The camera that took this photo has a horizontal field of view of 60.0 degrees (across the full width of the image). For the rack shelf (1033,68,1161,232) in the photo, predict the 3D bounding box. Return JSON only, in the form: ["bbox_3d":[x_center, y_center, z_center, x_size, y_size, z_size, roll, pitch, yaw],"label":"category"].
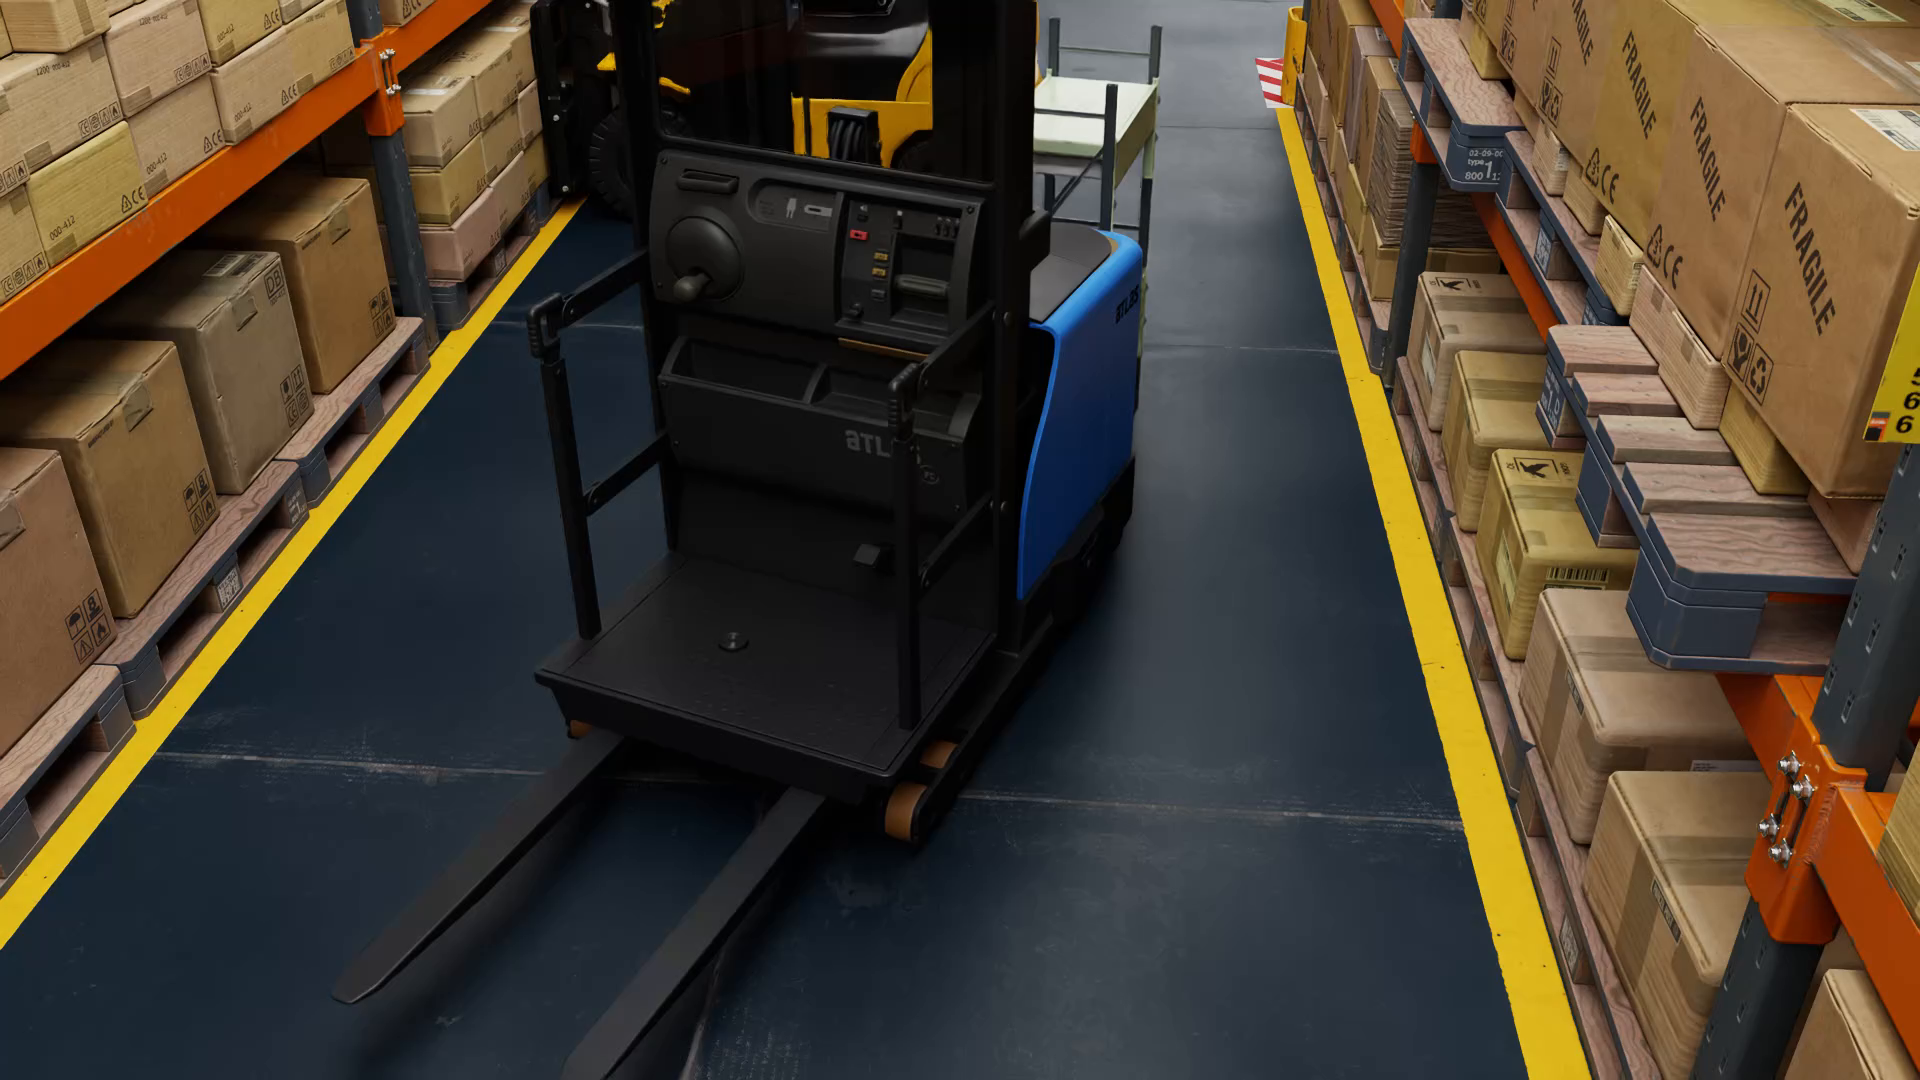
[{"bbox_3d":[0.406,-1.330,5.735,0.431,0.370,0.720,9,33,14],"label":"rack shelf"}]

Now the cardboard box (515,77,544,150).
[{"bbox_3d":[-2.286,-2.091,8.028,0.500,0.250,0.500,2,32,4],"label":"cardboard box"}]

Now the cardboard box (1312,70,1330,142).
[{"bbox_3d":[2.158,-2.317,8.872,0.500,0.250,0.500,4,32,6],"label":"cardboard box"}]

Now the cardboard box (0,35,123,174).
[{"bbox_3d":[-2.652,-1.186,4.482,0.500,0.250,0.500,3,32,5],"label":"cardboard box"}]

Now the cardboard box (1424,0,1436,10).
[{"bbox_3d":[2.011,-2.306,6.255,0.500,0.500,0.500,2,32,3],"label":"cardboard box"}]

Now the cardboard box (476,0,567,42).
[{"bbox_3d":[-2.241,-2.579,8.344,0.500,0.250,0.500,2,32,3],"label":"cardboard box"}]

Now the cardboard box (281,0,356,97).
[{"bbox_3d":[-2.505,-1.766,5.899,0.500,0.250,0.500,3,32,5],"label":"cardboard box"}]

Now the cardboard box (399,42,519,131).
[{"bbox_3d":[-2.321,-2.045,7.476,0.500,0.250,0.500,3,32,4],"label":"cardboard box"}]

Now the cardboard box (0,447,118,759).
[{"bbox_3d":[-2.940,0.152,4.508,0.875,0.625,0.625,3,32,6],"label":"cardboard box"}]

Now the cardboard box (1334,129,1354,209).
[{"bbox_3d":[2.083,-1.768,7.980,0.500,0.250,0.500,3,32,5],"label":"cardboard box"}]

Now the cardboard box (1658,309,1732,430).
[{"bbox_3d":[1.615,-0.333,3.270,0.380,0.149,0.250,2,32,4],"label":"cardboard box"}]

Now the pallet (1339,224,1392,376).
[{"bbox_3d":[2.242,-1.060,7.268,1.003,0.211,1.213,2,32,4],"label":"pallet"}]

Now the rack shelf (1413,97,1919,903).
[{"bbox_3d":[2.060,-0.542,4.456,1.077,0.370,4.000,2,32,4],"label":"rack shelf"}]

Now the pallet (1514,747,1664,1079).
[{"bbox_3d":[1.962,0.976,3.965,1.003,0.211,1.213,2,32,4],"label":"pallet"}]

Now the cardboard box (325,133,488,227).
[{"bbox_3d":[-2.377,-1.565,7.175,0.500,0.250,0.500,2,32,4],"label":"cardboard box"}]

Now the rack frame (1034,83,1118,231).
[{"bbox_3d":[0.301,-0.814,5.641,0.400,1.500,0.023,9,33,14],"label":"rack frame"}]

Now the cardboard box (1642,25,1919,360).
[{"bbox_3d":[1.688,-0.671,3.201,0.500,0.500,0.500,2,32,3],"label":"cardboard box"}]

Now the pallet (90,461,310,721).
[{"bbox_3d":[-2.842,0.109,5.371,1.003,0.211,1.213,2,32,4],"label":"pallet"}]

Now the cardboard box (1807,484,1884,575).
[{"bbox_3d":[1.690,-0.056,2.821,0.380,0.149,0.250,4,32,6],"label":"cardboard box"}]

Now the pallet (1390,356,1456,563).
[{"bbox_3d":[2.161,-0.300,6.035,1.003,0.211,1.213,2,32,4],"label":"pallet"}]

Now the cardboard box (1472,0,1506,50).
[{"bbox_3d":[1.859,-1.747,4.947,0.500,0.500,0.500,3,32,4],"label":"cardboard box"}]

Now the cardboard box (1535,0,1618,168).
[{"bbox_3d":[1.774,-1.220,4.092,0.500,0.500,0.500,1,32,2],"label":"cardboard box"}]

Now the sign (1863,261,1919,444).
[{"bbox_3d":[1.356,-0.280,2.317,0.100,0.325,0.005,2,32,4],"label":"sign"}]

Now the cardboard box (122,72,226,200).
[{"bbox_3d":[-2.611,-1.244,5.053,0.500,0.250,0.500,3,32,4],"label":"cardboard box"}]

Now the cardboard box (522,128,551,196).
[{"bbox_3d":[-2.303,-1.887,8.173,0.500,0.250,0.500,3,32,5],"label":"cardboard box"}]

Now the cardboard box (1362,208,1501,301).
[{"bbox_3d":[2.003,-1.223,7.096,0.500,0.250,0.500,4,32,6],"label":"cardboard box"}]

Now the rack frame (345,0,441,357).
[{"bbox_3d":[-2.724,-2.104,6.305,1.000,3.000,0.127,2,32,4],"label":"rack frame"}]

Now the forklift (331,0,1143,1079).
[{"bbox_3d":[-0.471,-0.699,4.091,1.130,2.935,3.031,13,34,20],"label":"forklift"}]

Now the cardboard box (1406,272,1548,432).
[{"bbox_3d":[2.183,-0.680,6.099,0.950,0.372,0.625,3,32,5],"label":"cardboard box"}]

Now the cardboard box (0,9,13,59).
[{"bbox_3d":[-2.711,-1.301,4.288,0.380,0.149,0.250,2,32,4],"label":"cardboard box"}]

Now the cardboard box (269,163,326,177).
[{"bbox_3d":[-2.889,-1.589,7.213,0.500,0.250,0.500,2,32,3],"label":"cardboard box"}]

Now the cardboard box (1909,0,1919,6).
[{"bbox_3d":[2.237,-0.927,3.616,0.500,0.500,0.500,3,32,5],"label":"cardboard box"}]

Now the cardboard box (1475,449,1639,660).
[{"bbox_3d":[2.073,0.060,4.898,0.950,0.372,0.625,3,32,6],"label":"cardboard box"}]

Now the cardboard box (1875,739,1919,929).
[{"bbox_3d":[1.607,0.506,2.212,0.500,0.250,0.500,2,32,3],"label":"cardboard box"}]

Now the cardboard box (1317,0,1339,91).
[{"bbox_3d":[2.168,-2.617,8.644,0.500,0.500,0.500,1,32,2],"label":"cardboard box"}]

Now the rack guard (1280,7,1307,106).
[{"bbox_3d":[2.543,-2.882,9.950,1.175,0.500,0.348,2,32,4],"label":"rack guard"}]

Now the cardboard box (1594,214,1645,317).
[{"bbox_3d":[1.652,-0.609,3.718,0.380,0.149,0.250,3,32,5],"label":"cardboard box"}]

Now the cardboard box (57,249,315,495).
[{"bbox_3d":[-2.827,-0.593,5.717,0.875,0.625,0.625,2,32,3],"label":"cardboard box"}]

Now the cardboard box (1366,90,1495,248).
[{"bbox_3d":[2.004,-1.542,6.900,0.500,0.500,0.500,2,32,3],"label":"cardboard box"}]

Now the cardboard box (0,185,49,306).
[{"bbox_3d":[-2.690,-0.703,4.174,0.500,0.250,0.500,1,32,2],"label":"cardboard box"}]

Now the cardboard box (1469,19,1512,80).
[{"bbox_3d":[1.834,-1.560,5.262,0.380,0.149,0.250,3,32,5],"label":"cardboard box"}]

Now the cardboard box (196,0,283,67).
[{"bbox_3d":[-2.544,-1.716,5.342,0.500,0.250,0.500,2,32,3],"label":"cardboard box"}]

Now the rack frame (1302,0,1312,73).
[{"bbox_3d":[2.549,-3.986,9.359,1.000,3.000,0.127,2,32,4],"label":"rack frame"}]

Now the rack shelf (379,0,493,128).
[{"bbox_3d":[-2.562,-2.844,8.191,1.077,0.370,4.000,2,32,4],"label":"rack shelf"}]

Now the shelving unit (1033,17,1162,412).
[{"bbox_3d":[0.406,-0.998,5.940,0.431,1.500,0.755,9,33,14],"label":"shelving unit"}]

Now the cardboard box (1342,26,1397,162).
[{"bbox_3d":[2.084,-2.075,7.764,0.500,0.500,0.500,4,32,7],"label":"cardboard box"}]

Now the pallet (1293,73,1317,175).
[{"bbox_3d":[2.441,-2.336,9.339,1.003,0.211,1.213,2,32,4],"label":"pallet"}]

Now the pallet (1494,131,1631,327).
[{"bbox_3d":[2.018,-0.758,4.303,1.003,0.211,1.213,2,32,4],"label":"pallet"}]

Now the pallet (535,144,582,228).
[{"bbox_3d":[-2.521,-1.971,8.747,1.003,0.211,1.213,2,32,4],"label":"pallet"}]

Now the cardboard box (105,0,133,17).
[{"bbox_3d":[-2.606,-1.565,4.717,0.380,0.149,0.250,3,32,4],"label":"cardboard box"}]

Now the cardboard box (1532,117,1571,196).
[{"bbox_3d":[1.729,-1.010,4.369,0.380,0.149,0.250,4,32,6],"label":"cardboard box"}]

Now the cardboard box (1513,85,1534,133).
[{"bbox_3d":[1.824,-1.276,4.801,0.380,0.149,0.250,3,32,5],"label":"cardboard box"}]

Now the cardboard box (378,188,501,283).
[{"bbox_3d":[-2.355,-1.351,7.304,0.500,0.250,0.500,3,32,4],"label":"cardboard box"}]

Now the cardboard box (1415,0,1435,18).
[{"bbox_3d":[1.945,-1.968,6.324,0.380,0.149,0.250,2,32,3],"label":"cardboard box"}]

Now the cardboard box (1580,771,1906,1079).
[{"bbox_3d":[1.953,0.842,3.629,0.950,0.372,0.625,0,32,1],"label":"cardboard box"}]
